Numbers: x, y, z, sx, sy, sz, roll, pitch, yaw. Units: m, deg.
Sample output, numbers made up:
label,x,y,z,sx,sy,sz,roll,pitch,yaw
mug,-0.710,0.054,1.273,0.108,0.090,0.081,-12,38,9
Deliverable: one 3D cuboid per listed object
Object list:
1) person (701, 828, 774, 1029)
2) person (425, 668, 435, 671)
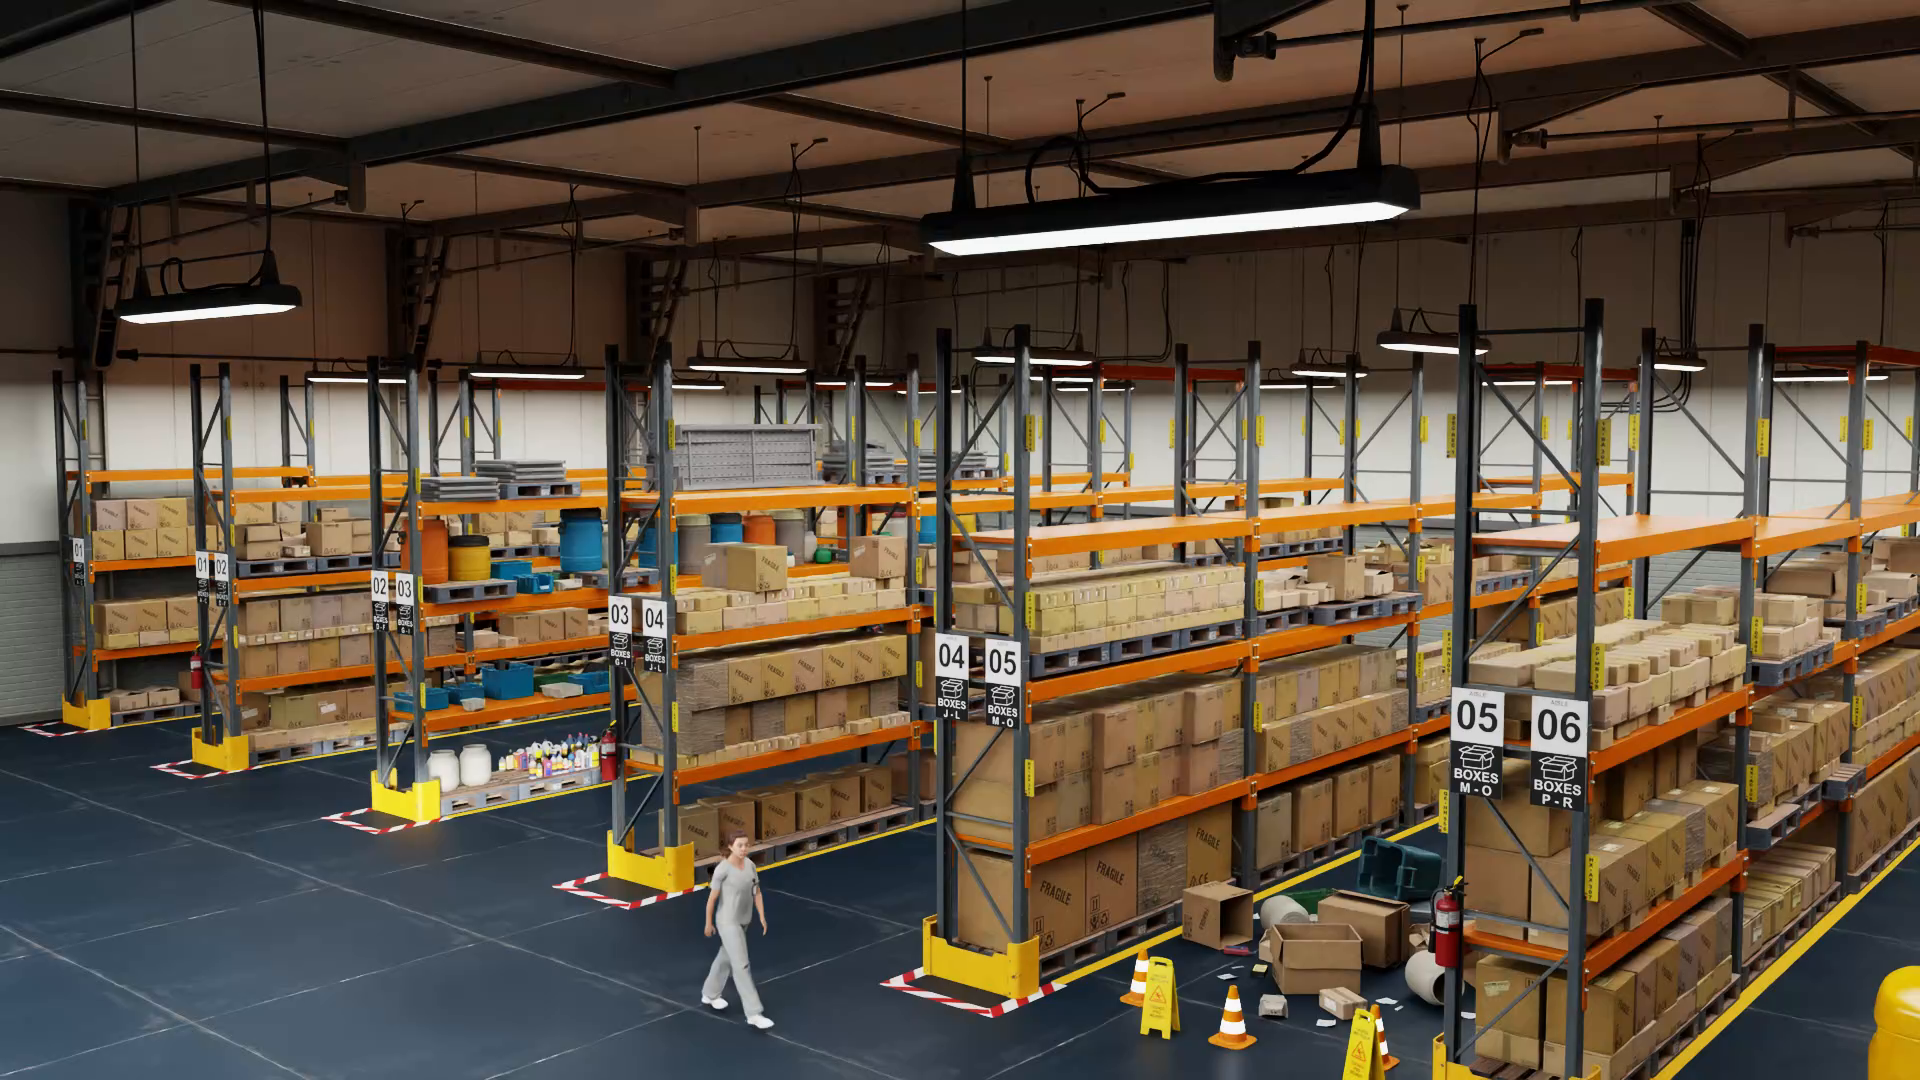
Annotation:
label,x,y,z,sx,sy,sz,roll,pitch,yaw
person,-1.888,3.297,14.340,0.962,1.616,0.450,3,5,32
person,-9.458,2.241,29.605,0.441,1.555,0.456,-4,6,-43
